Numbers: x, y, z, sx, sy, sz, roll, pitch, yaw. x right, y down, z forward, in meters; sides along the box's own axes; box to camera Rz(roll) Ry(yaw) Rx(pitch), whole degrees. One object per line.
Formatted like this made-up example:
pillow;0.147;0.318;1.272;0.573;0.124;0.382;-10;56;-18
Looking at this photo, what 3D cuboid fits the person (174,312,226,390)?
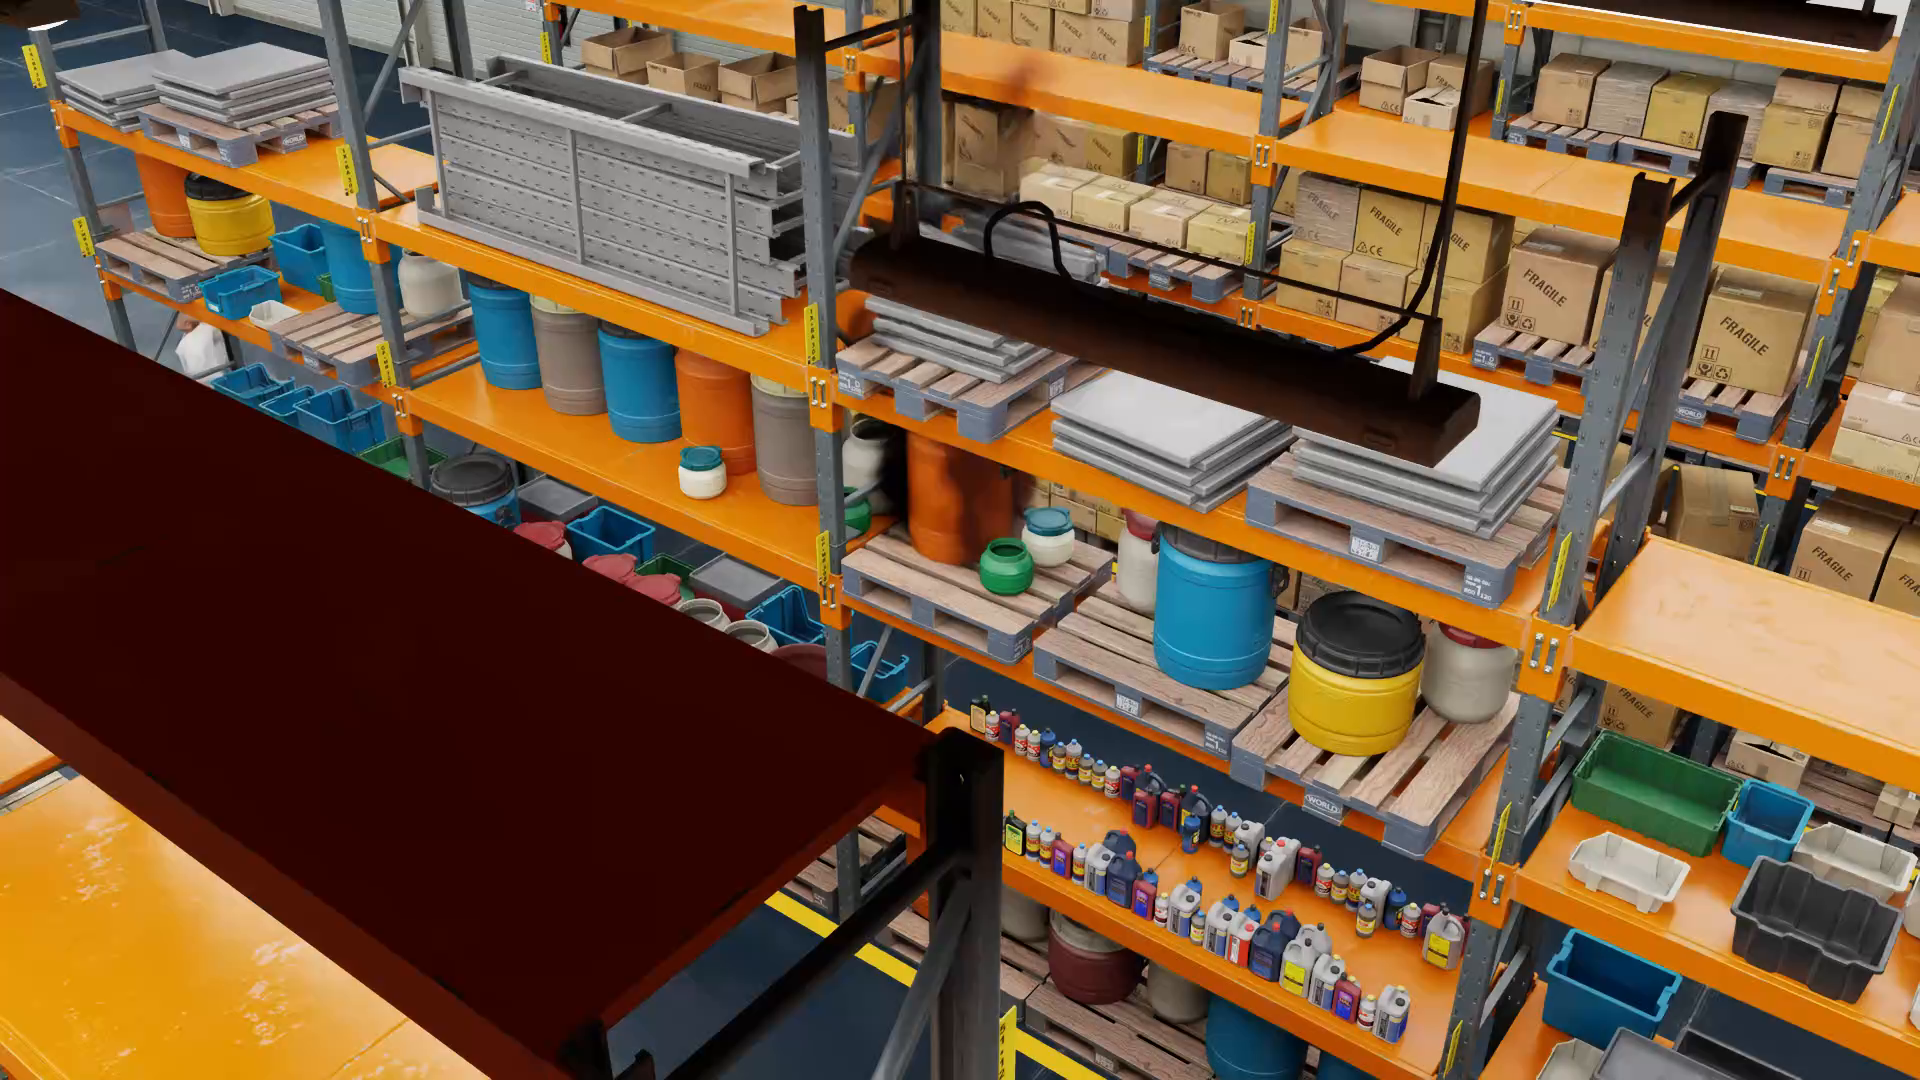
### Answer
person;-7.342;-1.488;16.082;0.559;1.697;0.730;-5;32;-9
